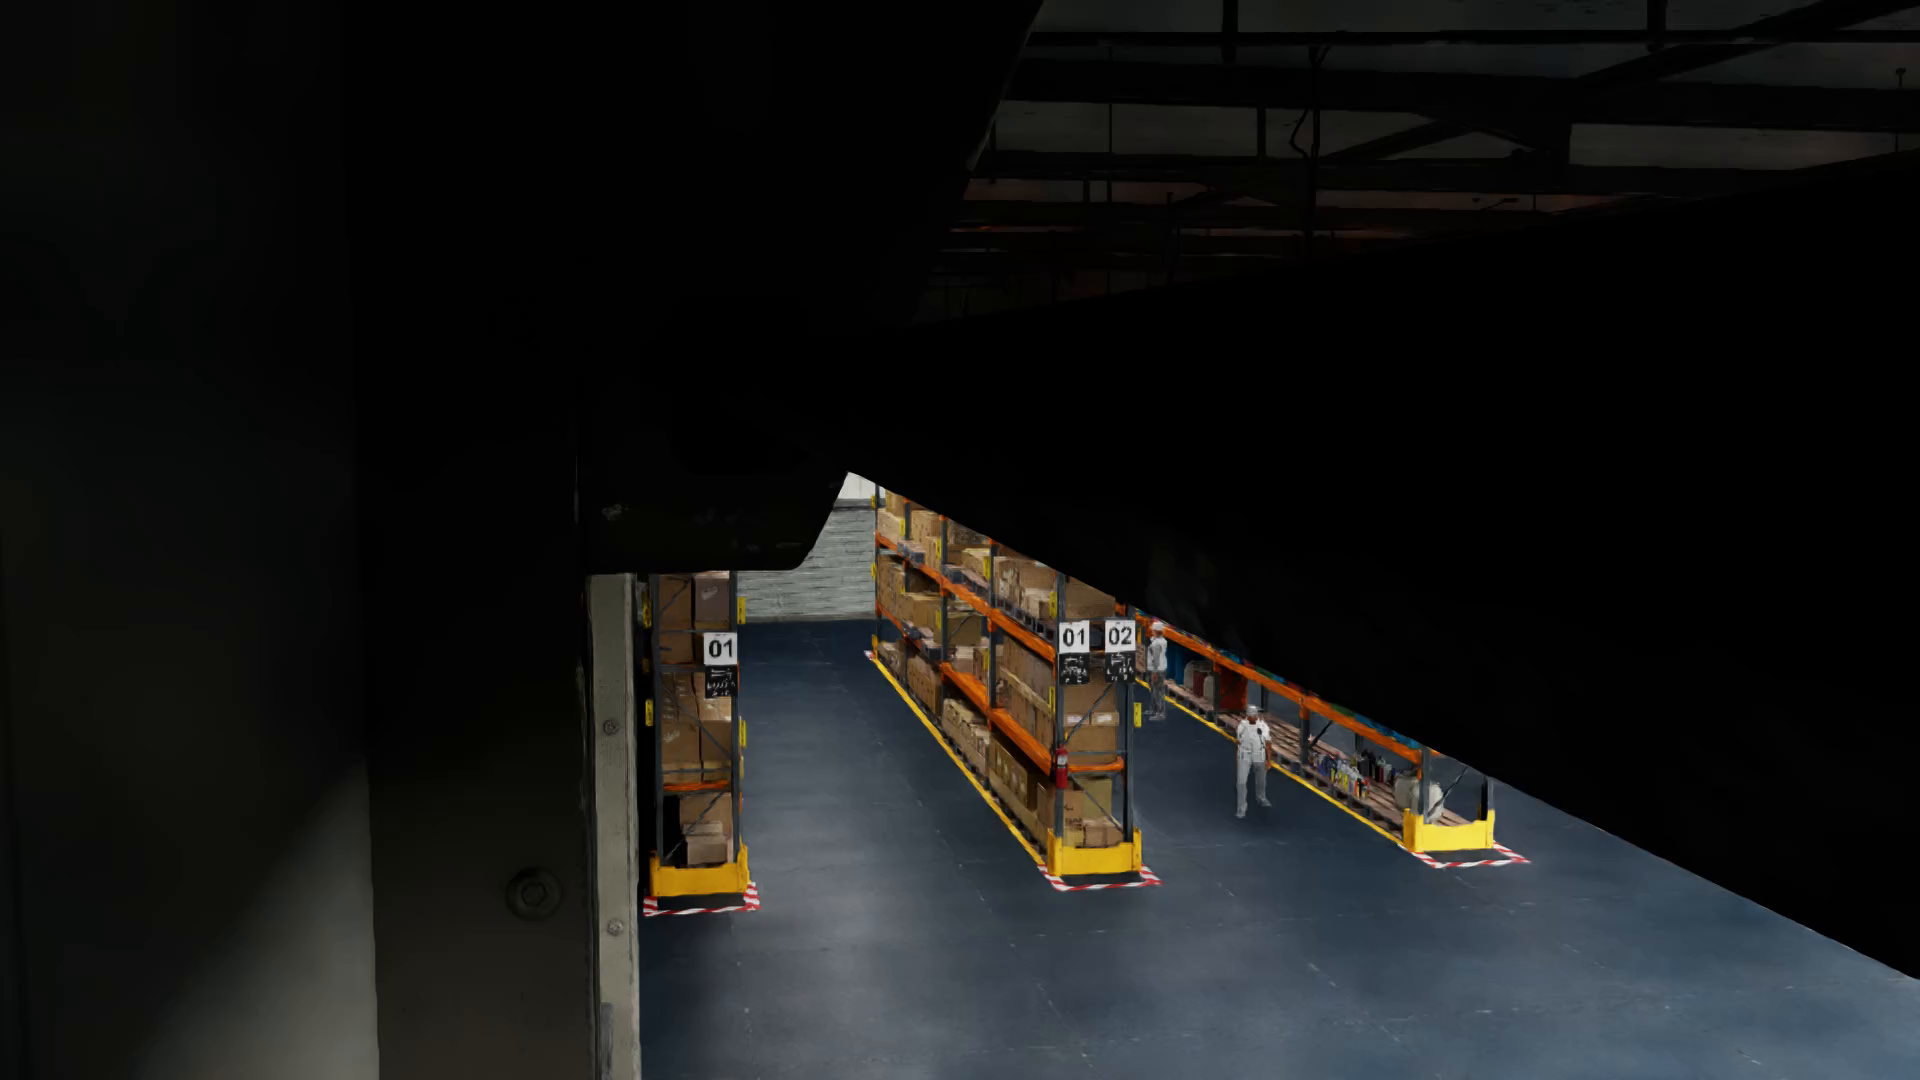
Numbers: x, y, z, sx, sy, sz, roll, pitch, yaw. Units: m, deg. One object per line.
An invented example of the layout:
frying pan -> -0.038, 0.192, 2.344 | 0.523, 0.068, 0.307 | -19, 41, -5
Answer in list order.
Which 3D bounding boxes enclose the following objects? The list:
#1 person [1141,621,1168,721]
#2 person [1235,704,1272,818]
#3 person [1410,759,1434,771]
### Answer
person -> 3.520, 2.351, 30.074 | 0.499, 1.774, 0.578 | 2, 6, 18
person -> 4.186, 3.102, 23.699 | 0.534, 1.598, 0.940 | 1, 6, 11
person -> 7.263, 2.790, 26.151 | 0.459, 1.725, 0.578 | -4, 7, -37
